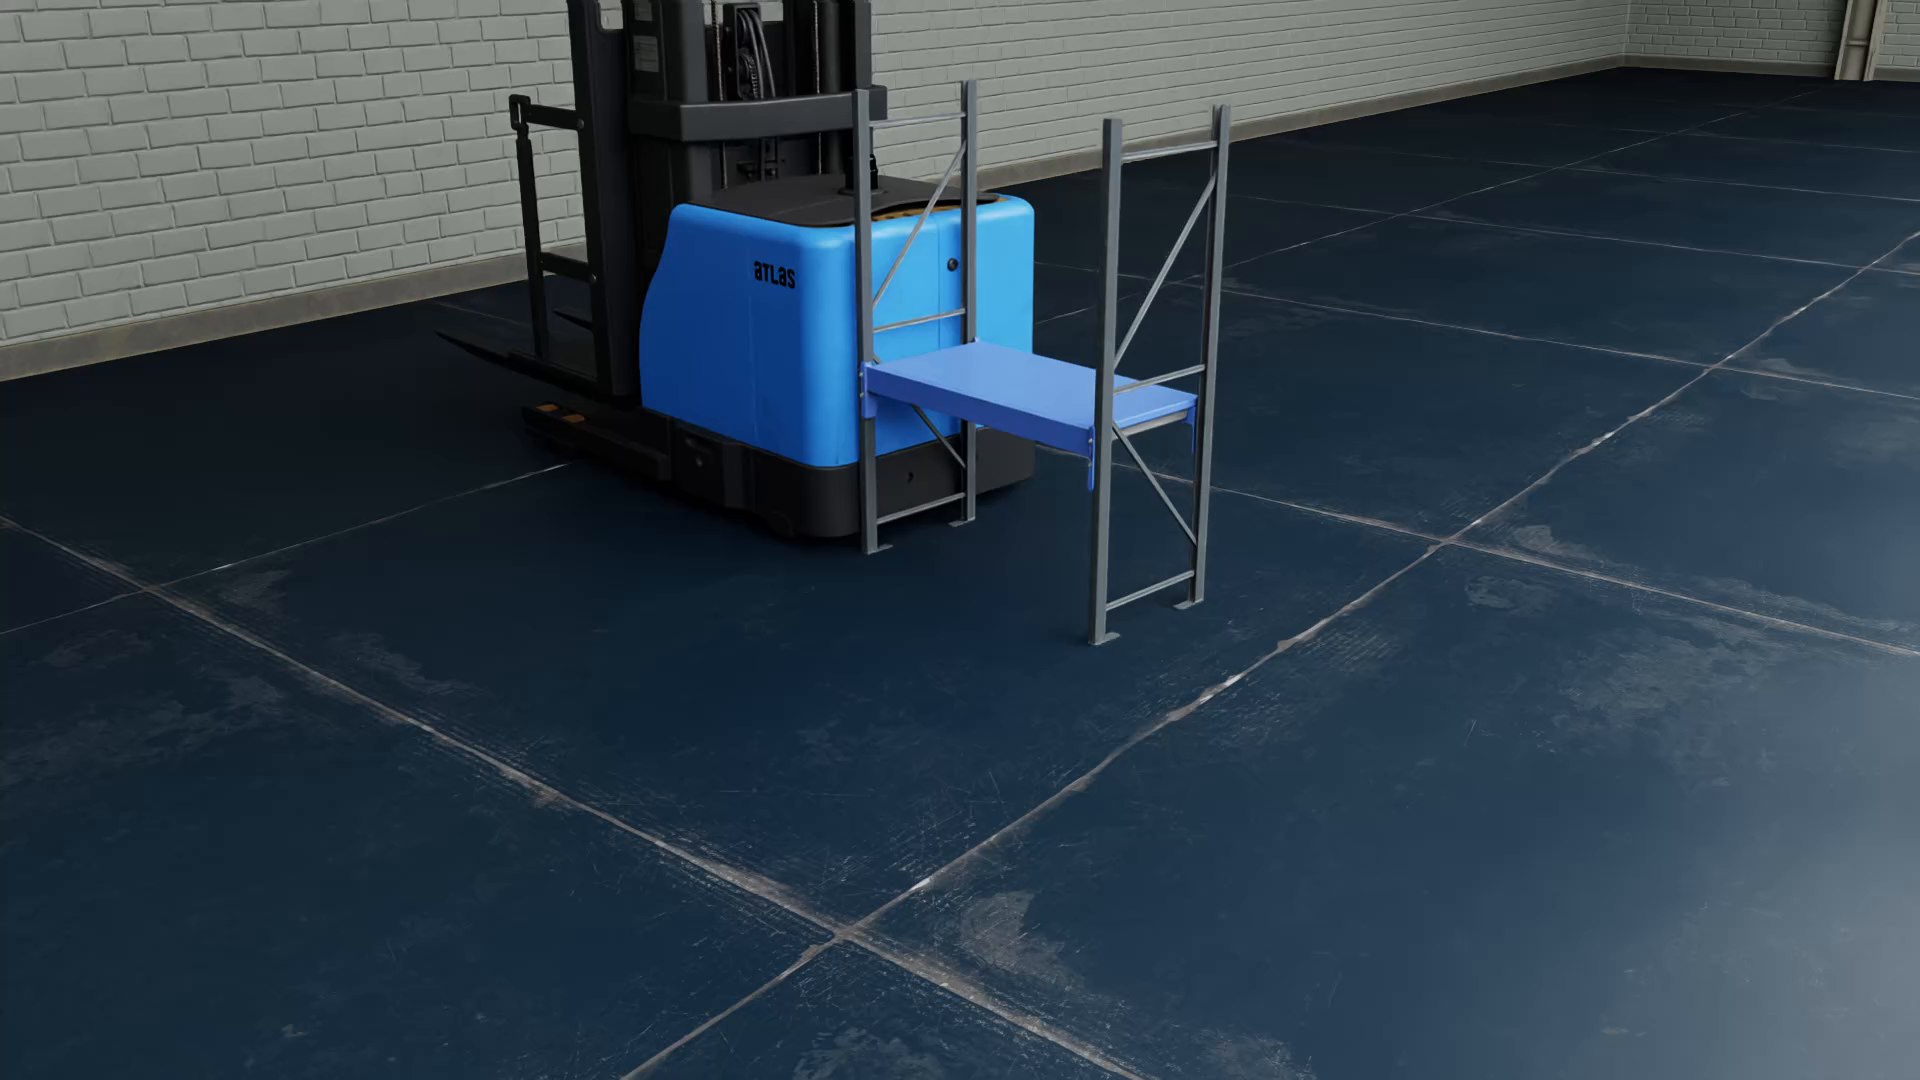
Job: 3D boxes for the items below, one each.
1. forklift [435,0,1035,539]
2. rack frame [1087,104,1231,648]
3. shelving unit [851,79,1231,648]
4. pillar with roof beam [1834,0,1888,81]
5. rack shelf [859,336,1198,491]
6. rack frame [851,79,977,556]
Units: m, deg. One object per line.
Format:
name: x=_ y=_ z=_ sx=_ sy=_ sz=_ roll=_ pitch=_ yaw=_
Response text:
forklift: x=-1.105 y=-1.811 z=6.316 sx=1.130 sy=2.935 sz=3.031 roll=-19 pitch=27 yaw=-40
rack frame: x=0.564 y=-0.453 z=4.745 sx=0.500 sy=1.500 sz=0.032 roll=-19 pitch=27 yaw=-40
shelving unit: x=0.214 y=-0.583 z=5.090 sx=0.538 sy=1.500 sz=1.048 roll=-19 pitch=27 yaw=-40
pillar with roof beam: x=8.739 y=-8.941 z=16.626 sx=0.400 sy=9.000 sz=9.100 roll=16 pitch=26 yaw=36
rack shelf: x=0.214 y=-0.415 z=5.153 sx=0.538 sy=0.185 sz=1.000 roll=-19 pitch=27 yaw=-40
rack frame: x=-0.137 y=-0.713 z=5.434 sx=0.500 sy=1.500 sz=0.032 roll=-19 pitch=27 yaw=-40
